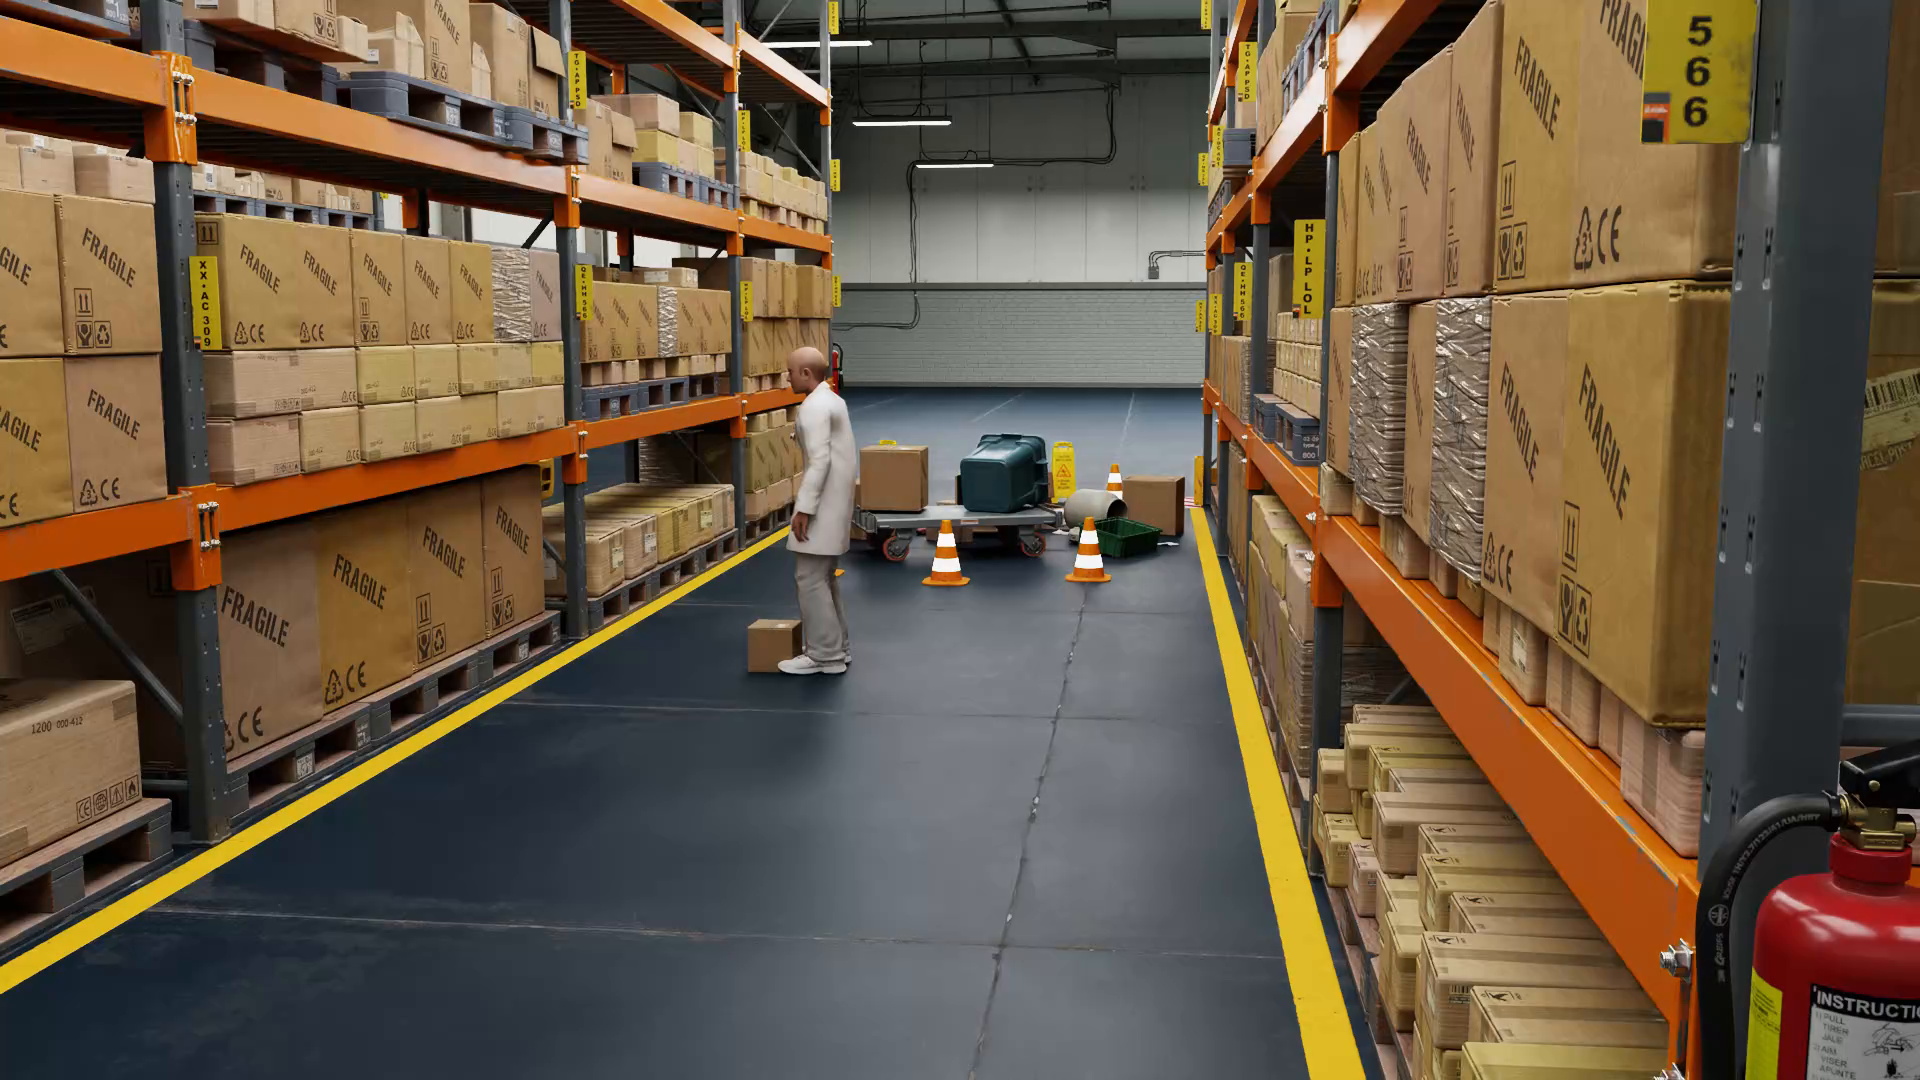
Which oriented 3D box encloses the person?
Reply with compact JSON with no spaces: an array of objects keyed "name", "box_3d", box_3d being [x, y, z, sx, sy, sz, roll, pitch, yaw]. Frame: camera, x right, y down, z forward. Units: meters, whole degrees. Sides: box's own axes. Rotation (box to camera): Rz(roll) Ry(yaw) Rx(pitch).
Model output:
[{"name":"person","box_3d":[-0.778,-0.166,9.115,0.425,1.774,0.644,1,7,7]}]
